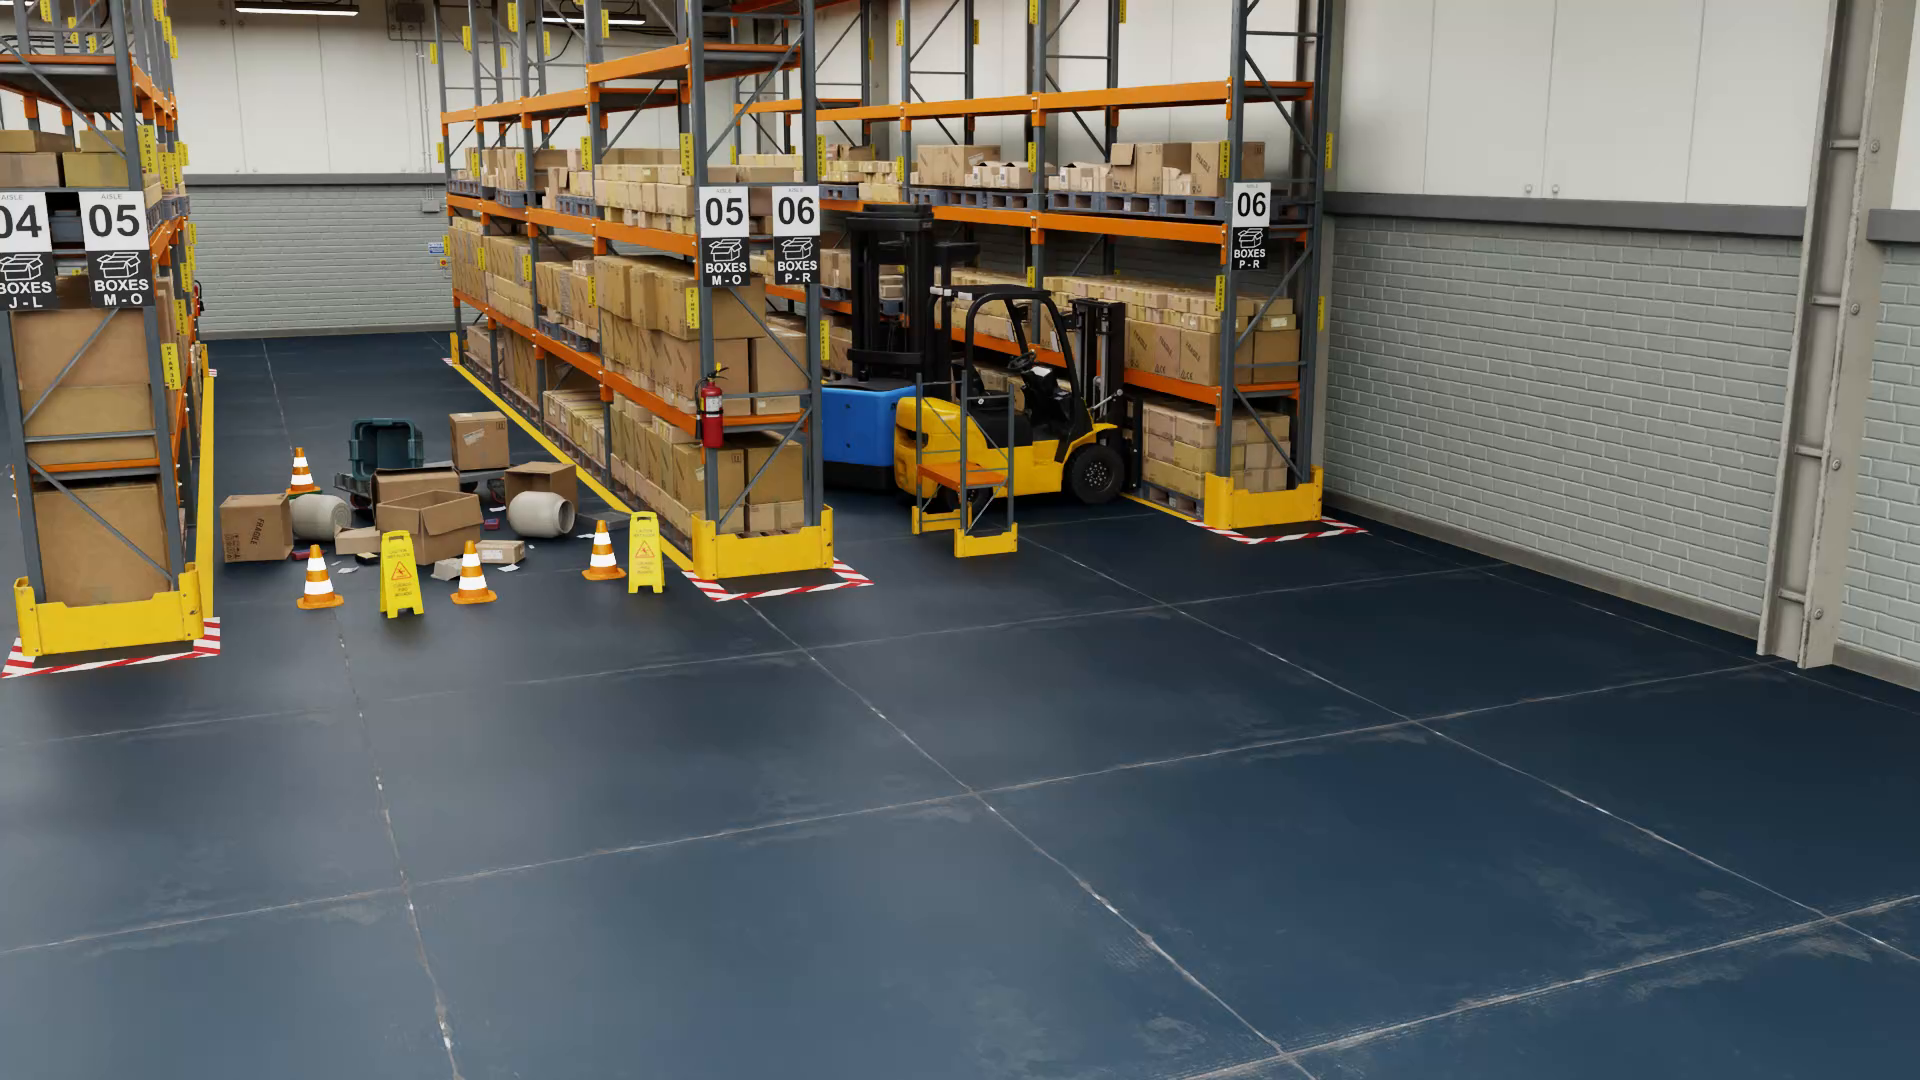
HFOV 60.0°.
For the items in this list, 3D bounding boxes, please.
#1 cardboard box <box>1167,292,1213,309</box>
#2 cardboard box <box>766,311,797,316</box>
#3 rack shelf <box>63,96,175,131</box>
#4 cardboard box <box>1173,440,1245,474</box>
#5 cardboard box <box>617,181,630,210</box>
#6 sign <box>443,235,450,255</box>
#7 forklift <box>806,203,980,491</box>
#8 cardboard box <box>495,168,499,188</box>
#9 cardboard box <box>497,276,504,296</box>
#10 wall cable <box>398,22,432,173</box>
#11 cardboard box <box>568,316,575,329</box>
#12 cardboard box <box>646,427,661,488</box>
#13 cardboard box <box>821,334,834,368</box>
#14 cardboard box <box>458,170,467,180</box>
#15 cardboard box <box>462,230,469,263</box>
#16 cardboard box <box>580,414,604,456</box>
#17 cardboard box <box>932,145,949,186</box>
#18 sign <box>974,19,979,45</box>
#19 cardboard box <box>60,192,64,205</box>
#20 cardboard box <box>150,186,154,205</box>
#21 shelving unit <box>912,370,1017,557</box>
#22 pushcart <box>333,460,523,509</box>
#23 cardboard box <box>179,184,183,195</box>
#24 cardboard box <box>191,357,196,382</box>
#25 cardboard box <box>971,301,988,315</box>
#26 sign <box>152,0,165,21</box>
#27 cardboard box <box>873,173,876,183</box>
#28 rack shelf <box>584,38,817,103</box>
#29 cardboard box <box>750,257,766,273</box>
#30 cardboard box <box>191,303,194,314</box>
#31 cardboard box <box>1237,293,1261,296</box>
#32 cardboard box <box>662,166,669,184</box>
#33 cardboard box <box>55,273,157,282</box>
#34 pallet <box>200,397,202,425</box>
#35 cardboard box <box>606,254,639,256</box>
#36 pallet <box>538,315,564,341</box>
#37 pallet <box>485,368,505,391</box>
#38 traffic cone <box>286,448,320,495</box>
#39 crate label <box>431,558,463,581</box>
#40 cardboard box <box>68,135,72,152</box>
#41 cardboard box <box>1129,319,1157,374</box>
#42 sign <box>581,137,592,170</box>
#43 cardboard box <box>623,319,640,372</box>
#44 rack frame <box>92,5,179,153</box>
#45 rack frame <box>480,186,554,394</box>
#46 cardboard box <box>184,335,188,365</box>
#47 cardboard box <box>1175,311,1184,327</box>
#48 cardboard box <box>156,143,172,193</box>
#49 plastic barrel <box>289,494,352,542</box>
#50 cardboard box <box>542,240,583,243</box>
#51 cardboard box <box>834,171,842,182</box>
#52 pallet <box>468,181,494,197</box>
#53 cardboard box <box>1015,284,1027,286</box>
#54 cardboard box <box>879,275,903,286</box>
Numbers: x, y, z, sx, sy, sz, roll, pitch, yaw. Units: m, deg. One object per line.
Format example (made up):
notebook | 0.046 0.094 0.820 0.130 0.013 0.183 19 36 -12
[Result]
cardboard box | 2.283 -2.369 16.512 0.380 0.149 0.250 -6 14 -23
cardboard box | -3.343 -3.805 29.644 0.797 0.503 0.637 -6 14 -25
rack shelf | -10.139 -5.172 20.124 1.077 0.370 4.000 -6 14 -23
cardboard box | 2.427 -0.827 16.229 0.500 0.250 0.500 -6 14 -24
cardboard box | -2.912 -3.231 15.577 0.500 0.250 0.500 -5 14 -22
sign | -8.559 -4.914 27.735 0.100 0.325 0.005 -6 14 -23
forklift | -0.458 -2.227 18.373 1.130 2.935 3.031 7 15 29
cardboard box | -6.034 -4.868 22.344 0.396 0.266 0.258 -4 14 -18
cardboard box | -6.115 -3.519 23.024 0.500 0.250 0.500 -5 14 -22
wall cable | -10.584 -8.575 32.344 0.463 3.000 0.029 -6 14 -23
cardboard box | -4.280 -2.510 19.068 0.380 0.149 0.250 -5 14 -21
cardboard box | -2.606 -0.782 15.479 0.500 0.500 0.500 -6 14 -24
cardboard box | -1.911 -2.992 26.137 0.500 0.500 0.500 -5 14 -21
cardboard box | -7.823 -5.849 26.623 0.380 0.149 0.250 -5 14 -21
cardboard box | -7.489 -4.599 26.029 0.500 0.500 0.500 -6 14 -23
cardboard box | -3.744 -1.204 18.697 0.950 0.372 0.625 -5 14 -19
cardboard box | 0.064 -4.795 21.290 0.700 0.500 0.500 -6 14 -24
sign | 0.210 -6.805 22.272 0.100 0.325 0.005 -6 14 -23
cardboard box | -7.188 -2.675 12.905 0.380 0.149 0.250 -5 14 -22
cardboard box | -6.382 -2.630 12.712 0.380 0.149 0.250 -6 14 -23
shelving unit | 0.031 -0.715 15.013 0.587 1.500 1.083 -6 14 -23
pushcart | -5.310 -0.530 16.702 1.648 0.377 0.936 -12 18 -42
cardboard box | -10.884 -4.716 22.655 0.500 0.250 0.500 -5 14 -20
cardboard box | -9.782 -2.106 20.648 0.500 0.250 0.500 -6 14 -23
cardboard box | 0.463 -2.933 20.495 0.500 0.250 0.500 -5 14 -22
sign | -8.831 -5.888 18.309 0.100 0.325 0.005 -6 14 -23
cardboard box | -1.021 -5.148 23.638 0.380 0.149 0.250 -5 14 -22
rack shelf | -2.440 -4.181 14.960 1.077 0.370 4.000 -6 14 -23
cardboard box | -3.364 -4.801 29.016 0.500 0.250 0.500 -5 14 -22
cardboard box | -10.754 -3.174 22.869 0.380 0.149 0.250 -5 14 -21
cardboard box | 2.777 -2.355 16.452 0.380 0.149 0.250 -5 14 -22
cardboard box | -2.378 -3.184 14.490 0.380 0.149 0.250 -6 14 -23
cardboard box | -7.620 -2.075 14.837 0.875 0.550 0.550 -6 14 -23
pallet | -10.627 -1.689 22.080 1.003 0.211 1.213 -6 14 -23
cardboard box | -3.929 -3.252 19.395 0.380 0.149 0.250 -6 14 -26
pallet | -4.460 -2.619 20.338 1.213 0.211 1.003 -6 14 -23
pallet | -6.678 -2.482 25.505 1.003 0.211 1.213 -6 14 -23
traffic cone | -6.890 -0.733 17.391 0.336 0.463 0.334 -6 14 -23
crate label | -4.245 0.239 13.914 0.298 0.136 0.250 9 16 35
cardboard box | -7.798 -3.378 14.175 0.380 0.149 0.250 -6 14 -23
cardboard box | 2.065 -1.987 16.960 0.500 0.500 0.500 -6 14 -24
sign | -3.748 -3.878 16.680 0.100 0.325 0.005 -6 14 -23
cardboard box | -2.908 -1.894 15.902 0.500 0.500 0.500 -6 14 -23
rack frame | -12.543 -6.957 25.354 1.000 3.000 0.127 -6 14 -23
rack frame | -6.445 -3.676 24.482 1.000 3.000 0.127 -6 14 -23
cardboard box | -8.304 -2.050 17.232 0.500 0.500 0.500 -5 14 -22
cardboard box | 2.335 -2.166 16.298 0.380 0.149 0.250 -5 14 -22
cardboard box | -8.385 -3.811 17.038 0.500 0.500 0.500 -6 14 -23
plastic barrel | -5.876 -0.204 15.195 0.512 0.421 0.421 4 14 16
cardboard box | -5.416 -3.824 22.681 0.500 0.500 0.500 -5 14 -22
cardboard box | -1.639 -5.356 24.491 0.380 0.149 0.250 -5 14 -22
pallet | -6.764 -5.264 24.888 1.003 0.211 1.213 -6 14 -23
cardboard box | 0.845 -2.939 19.638 0.380 0.149 0.250 -6 14 -24
cardboard box | -1.016 -3.619 23.636 0.500 0.250 0.500 -6 14 -26
